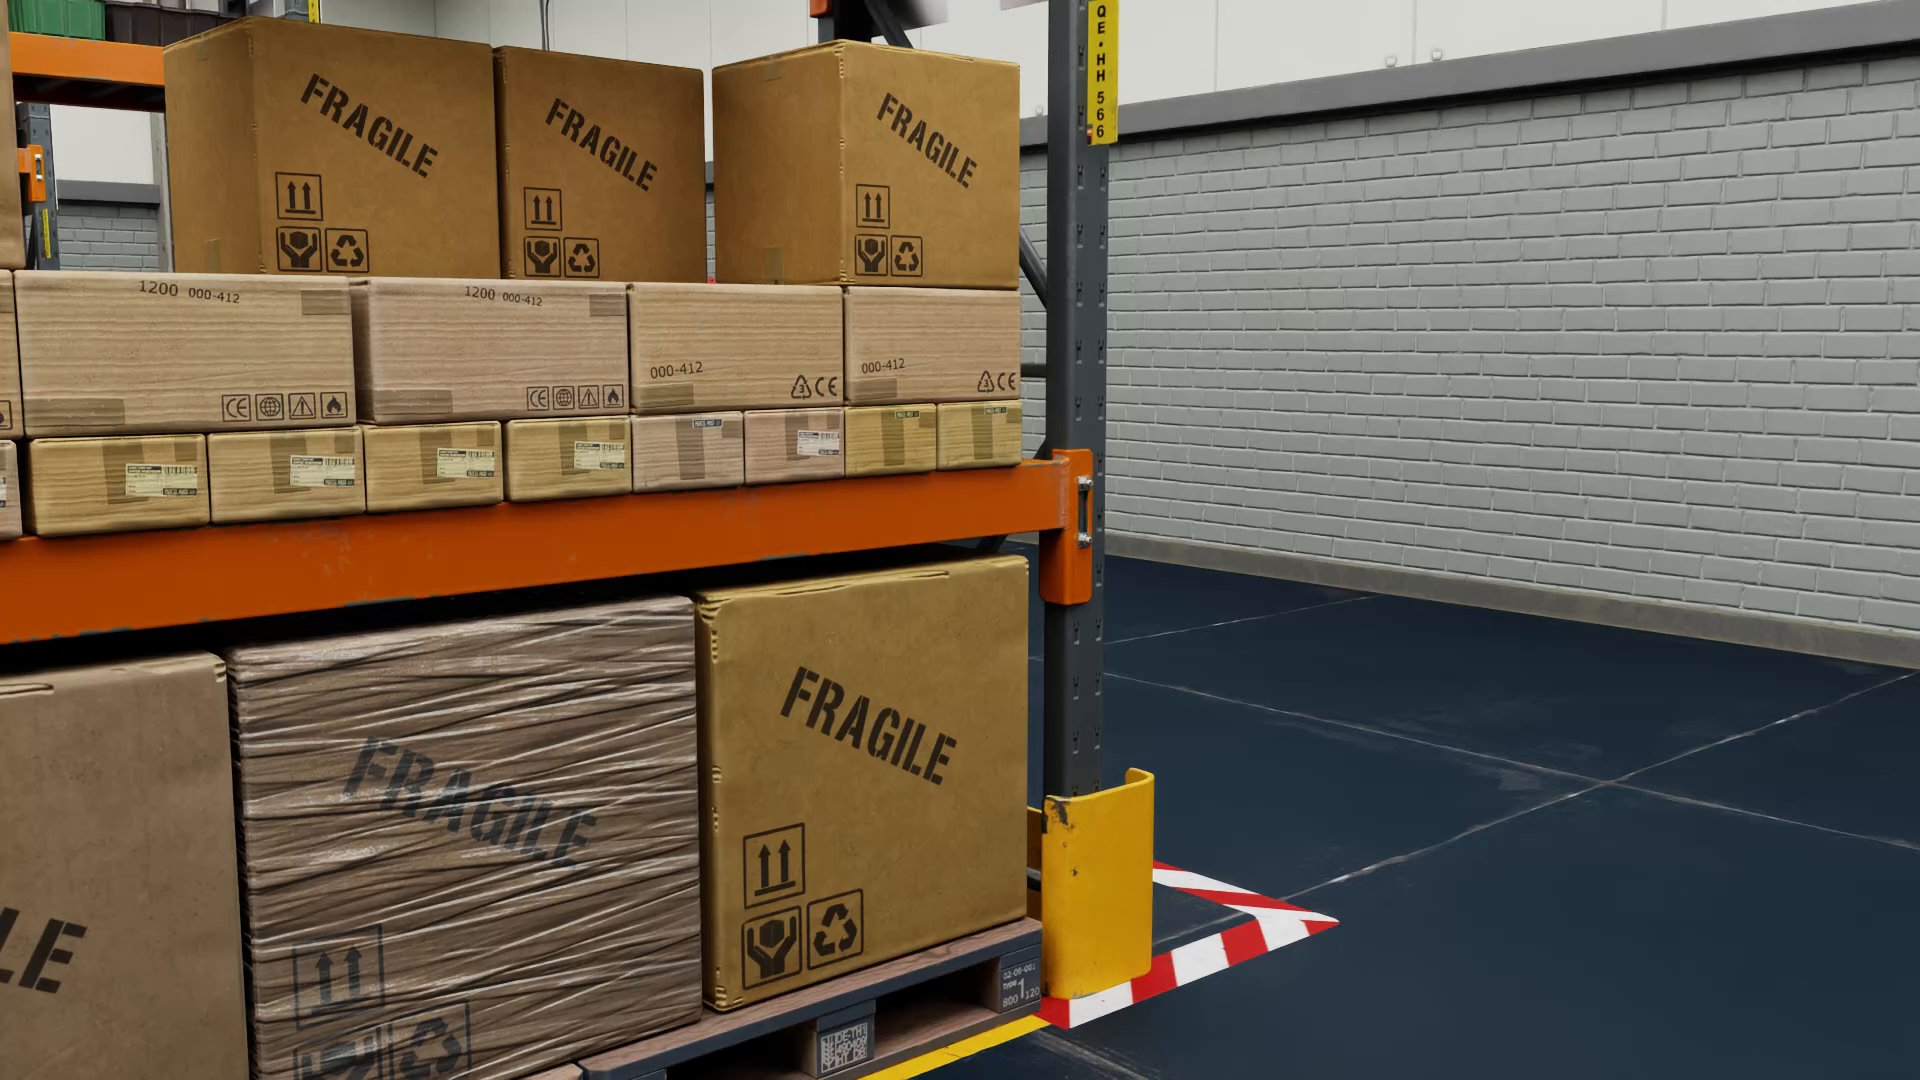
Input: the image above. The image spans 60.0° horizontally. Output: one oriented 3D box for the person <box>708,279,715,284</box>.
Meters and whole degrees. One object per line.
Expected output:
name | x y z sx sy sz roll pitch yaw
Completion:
person | -1.083 -0.028 5.786 0.664 1.781 0.555 -3 8 -24
